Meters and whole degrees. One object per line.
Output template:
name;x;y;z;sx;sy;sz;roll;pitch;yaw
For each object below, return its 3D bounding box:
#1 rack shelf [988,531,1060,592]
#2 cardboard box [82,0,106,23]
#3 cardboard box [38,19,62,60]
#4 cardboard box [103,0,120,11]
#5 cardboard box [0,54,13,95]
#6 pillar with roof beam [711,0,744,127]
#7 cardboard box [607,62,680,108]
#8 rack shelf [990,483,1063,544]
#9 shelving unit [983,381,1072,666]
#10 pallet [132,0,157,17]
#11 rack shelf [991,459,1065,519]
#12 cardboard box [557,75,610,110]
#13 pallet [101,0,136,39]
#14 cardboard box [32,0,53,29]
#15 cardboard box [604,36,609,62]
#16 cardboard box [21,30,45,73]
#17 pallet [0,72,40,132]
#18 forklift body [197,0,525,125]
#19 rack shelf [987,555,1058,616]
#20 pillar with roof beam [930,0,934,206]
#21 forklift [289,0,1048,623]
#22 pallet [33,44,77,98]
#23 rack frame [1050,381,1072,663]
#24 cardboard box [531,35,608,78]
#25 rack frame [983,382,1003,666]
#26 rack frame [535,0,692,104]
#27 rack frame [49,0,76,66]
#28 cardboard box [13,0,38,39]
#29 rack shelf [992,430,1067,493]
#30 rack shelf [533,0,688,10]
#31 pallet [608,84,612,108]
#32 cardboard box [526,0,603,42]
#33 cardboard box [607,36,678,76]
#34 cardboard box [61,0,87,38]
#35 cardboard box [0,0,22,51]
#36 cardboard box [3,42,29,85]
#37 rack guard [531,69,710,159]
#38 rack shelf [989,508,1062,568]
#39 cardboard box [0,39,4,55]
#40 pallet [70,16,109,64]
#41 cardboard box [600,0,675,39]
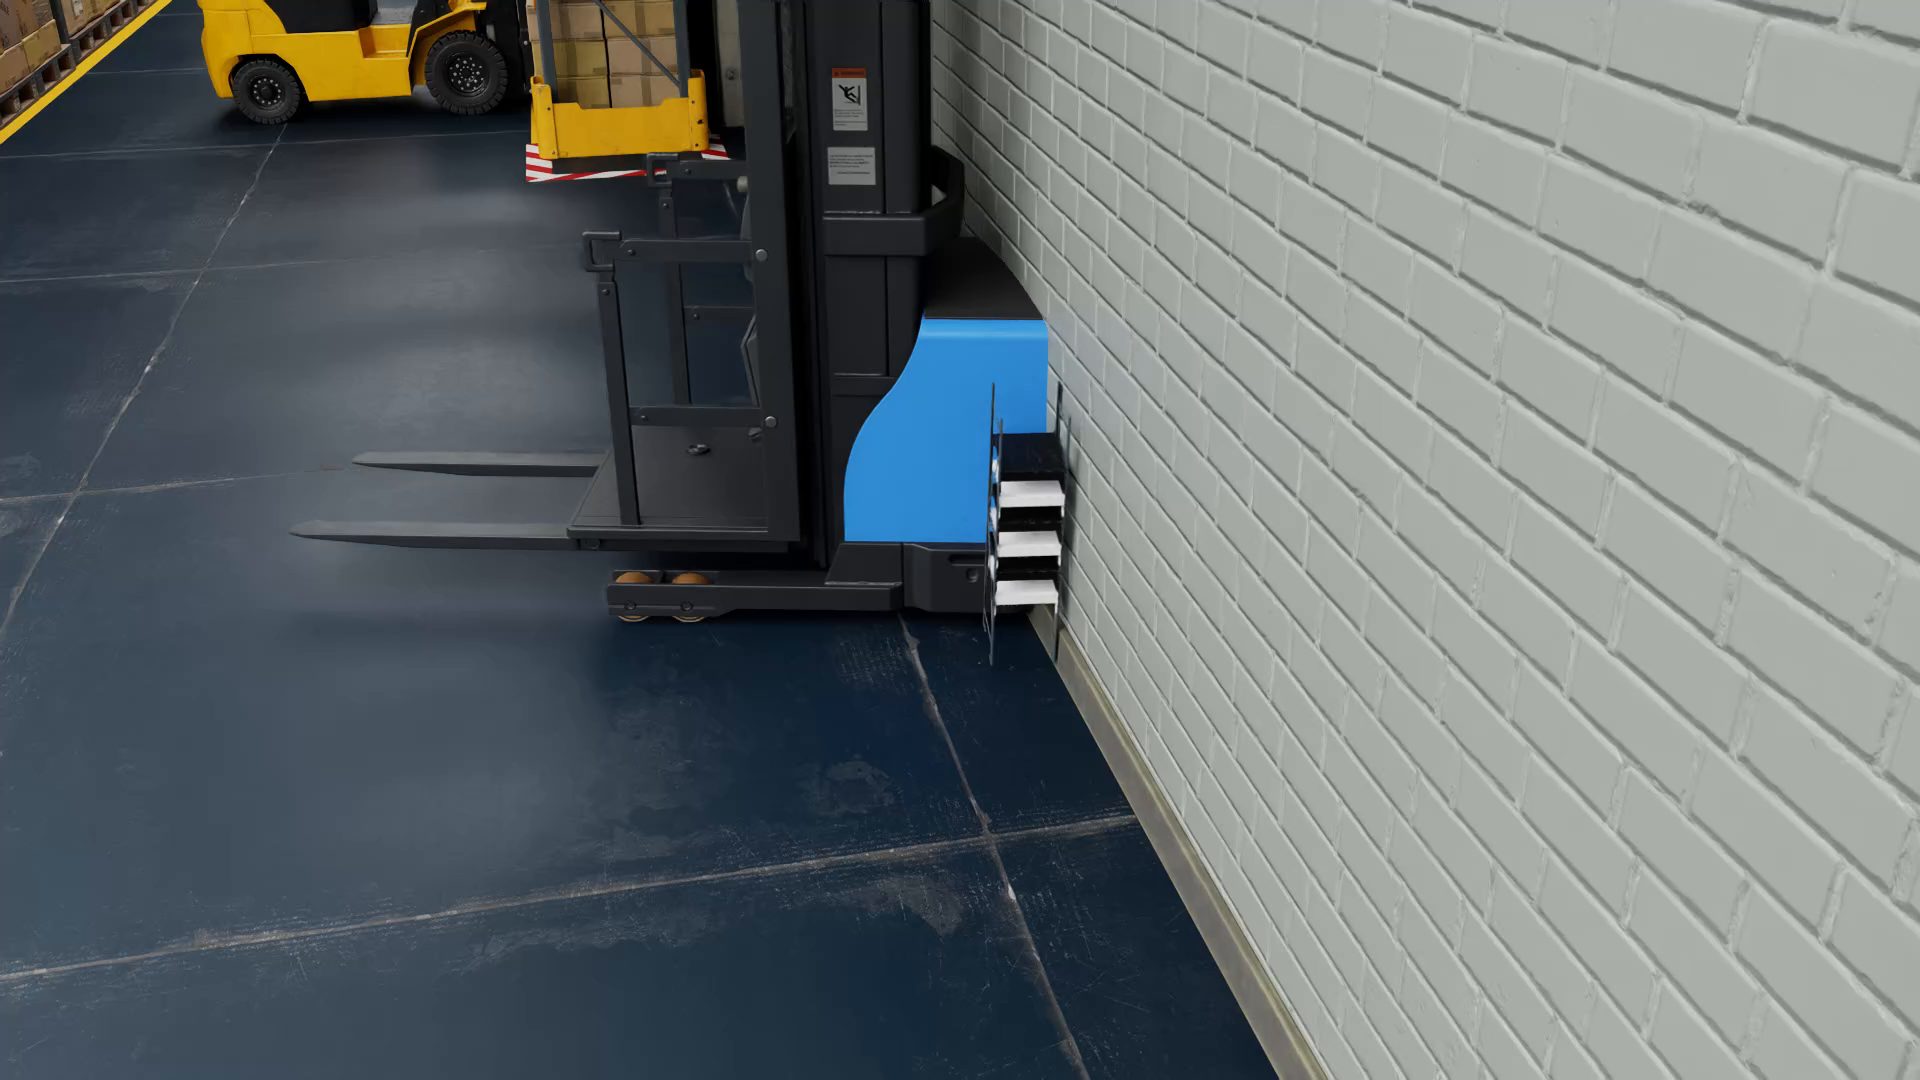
rack shelf;0.200;0.062;5.307;0.200;0.077;0.258;-2;32;-5
cardboard box;-8.387;-4.911;15.100;0.950;0.372;0.625;-4;27;-8
cardboard box;-7.706;-4.079;13.587;0.500;0.250;0.500;-5;27;-9
cardboard box;-8.545;-5.216;15.705;0.950;0.372;0.625;-5;27;-10
cardboard box;-7.355;-3.400;12.243;0.500;0.250;0.500;-4;27;-8
pillar with roof beam;-5.837;-6.739;9.614;9.100;9.000;0.400;-6;27;-12
cardboard box;-2.284;-3.296;12.037;0.500;0.250;0.500;-6;27;-11
rack shelf;0.205;-0.090;5.211;0.200;0.077;0.258;-2;32;-5
shelving unit;0.203;-0.042;5.241;0.210;0.900;0.258;-2;32;-5
pallet;-8.828;-5.519;16.950;1.003;0.211;1.213;-6;27;-12
rack shelf;0.207;-0.166;5.163;0.200;0.077;0.258;-2;32;-5
cardboard box;-2.778;-3.235;11.915;0.500;0.250;0.500;-6;27;-11
pallet;-8.556;-4.984;15.891;1.003;0.211;1.213;-6;27;-12
cardboard box;-7.706;-4.413;13.418;0.500;0.500;0.500;-6;27;-12
cardboard box;-2.392;-3.730;12.342;0.500;0.250;0.500;-6;27;-12
cardboard box;-7.576;-3.846;13.126;0.500;0.250;0.500;-7;28;-13
pallet;-7.637;-3.278;12.511;1.003;0.211;1.213;-6;27;-12
forklift body;-4.569;-4.369;12.519;2.313;2.155;1.214;-6;27;-12
rack shelf;0.198;0.138;5.355;0.200;0.077;0.258;-2;32;-5
pillar with roof beam;-4.485;-4.105;4.396;9.100;9.000;0.400;-6;27;-12
forklift;-0.821;-1.263;5.500;3.031;2.935;1.130;1;27;2
pallet;-7.915;-3.815;13.574;1.003;0.211;1.213;-6;27;-12
rack frame;0.304;-0.045;5.251;0.006;0.900;0.240;-2;32;-5
cardboard box;-2.779;-3.466;11.818;0.500;0.250;0.500;-6;27;-12
rack frame;0.102;-0.039;5.232;0.006;0.900;0.240;-2;32;-5
rack frame;-2.364;-4.101;11.045;1.000;3.000;0.127;-6;27;-12
rack frame;-8.101;-5.351;13.522;1.000;3.000;0.127;-6;27;-12
cardboard box;-7.590;-4.190;12.976;0.500;0.500;0.500;-5;27;-11
rack shelf;0.209;-0.242;5.115;0.200;0.077;0.258;-2;32;-5
rack shelf;-2.815;-4.657;12.947;1.077;0.370;4.000;-6;27;-12
pallet;-2.577;-3.187;12.330;1.003;0.211;1.213;-6;27;-12
cardboard box;-2.772;-3.677;11.683;0.500;0.250;0.500;-5;27;-10
cardboard box;-2.268;-3.511;11.908;0.500;0.250;0.500;-5;27;-11
cardboard box;-8.221;-4.595;14.476;0.950;0.372;0.625;-6;27;-11
cardboard box;-7.474;-3.966;12.532;0.500;0.500;0.500;-5;27;-9
cardboard box;-7.466;-3.622;12.683;0.500;0.250;0.500;-6;27;-11
rack guard;-2.359;-2.974;11.588;1.175;0.500;0.348;-6;27;-12
rack shelf;0.202;-0.014;5.259;0.200;0.077;0.258;-2;32;-5
cardboard box;-7.345;-3.732;12.069;0.500;0.500;0.500;-5;27;-11
pallet;-8.278;-4.448;14.828;1.003;0.211;1.213;-6;27;-12
cardboard box;-2.288;-3.737;11.801;0.500;0.250;0.500;-6;27;-12
